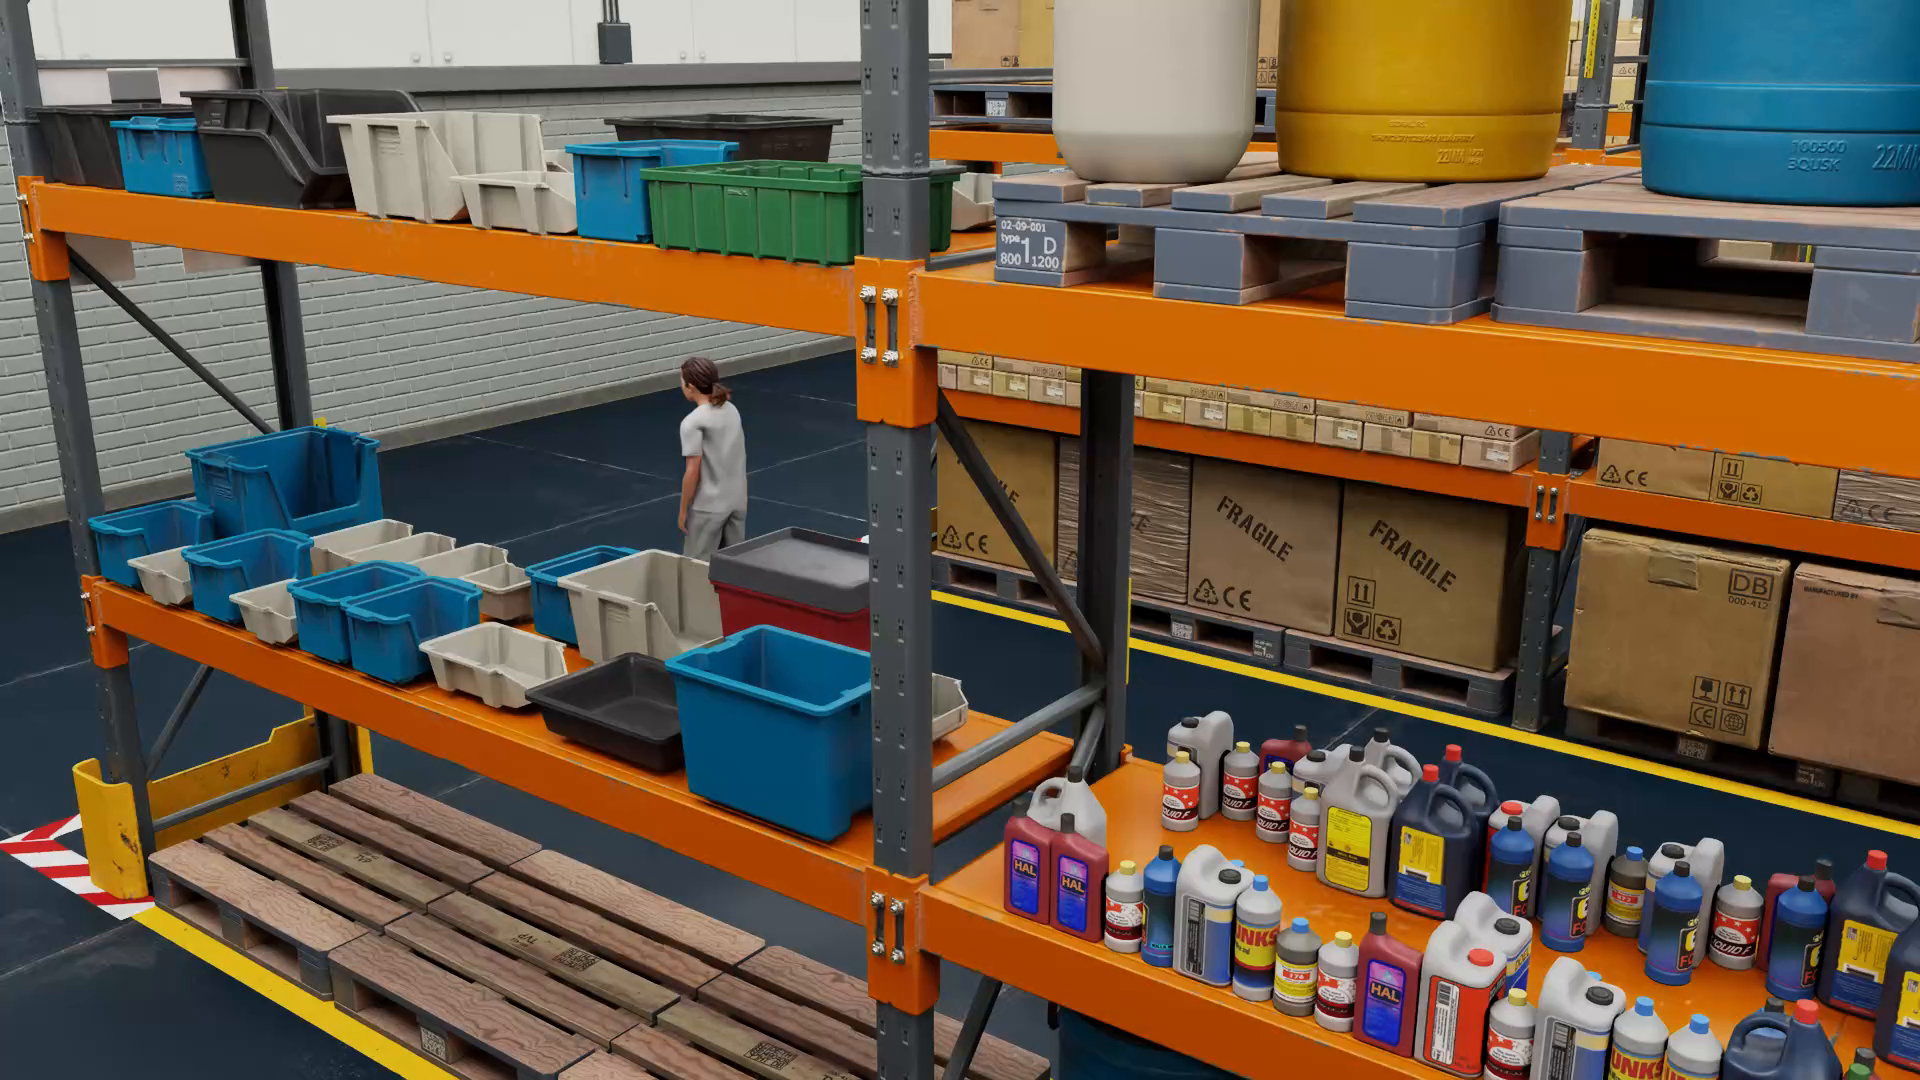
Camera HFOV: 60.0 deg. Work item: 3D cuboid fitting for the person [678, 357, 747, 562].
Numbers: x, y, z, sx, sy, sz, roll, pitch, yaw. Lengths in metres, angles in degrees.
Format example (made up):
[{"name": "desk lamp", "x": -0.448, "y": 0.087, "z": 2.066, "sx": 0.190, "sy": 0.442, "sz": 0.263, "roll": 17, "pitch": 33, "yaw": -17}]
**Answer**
[{"name": "person", "x": -1.381, "y": -0.186, "z": 9.164, "sx": 0.415, "sy": 1.673, "sz": 0.487, "roll": 11, "pitch": 20, "yaw": 33}]
